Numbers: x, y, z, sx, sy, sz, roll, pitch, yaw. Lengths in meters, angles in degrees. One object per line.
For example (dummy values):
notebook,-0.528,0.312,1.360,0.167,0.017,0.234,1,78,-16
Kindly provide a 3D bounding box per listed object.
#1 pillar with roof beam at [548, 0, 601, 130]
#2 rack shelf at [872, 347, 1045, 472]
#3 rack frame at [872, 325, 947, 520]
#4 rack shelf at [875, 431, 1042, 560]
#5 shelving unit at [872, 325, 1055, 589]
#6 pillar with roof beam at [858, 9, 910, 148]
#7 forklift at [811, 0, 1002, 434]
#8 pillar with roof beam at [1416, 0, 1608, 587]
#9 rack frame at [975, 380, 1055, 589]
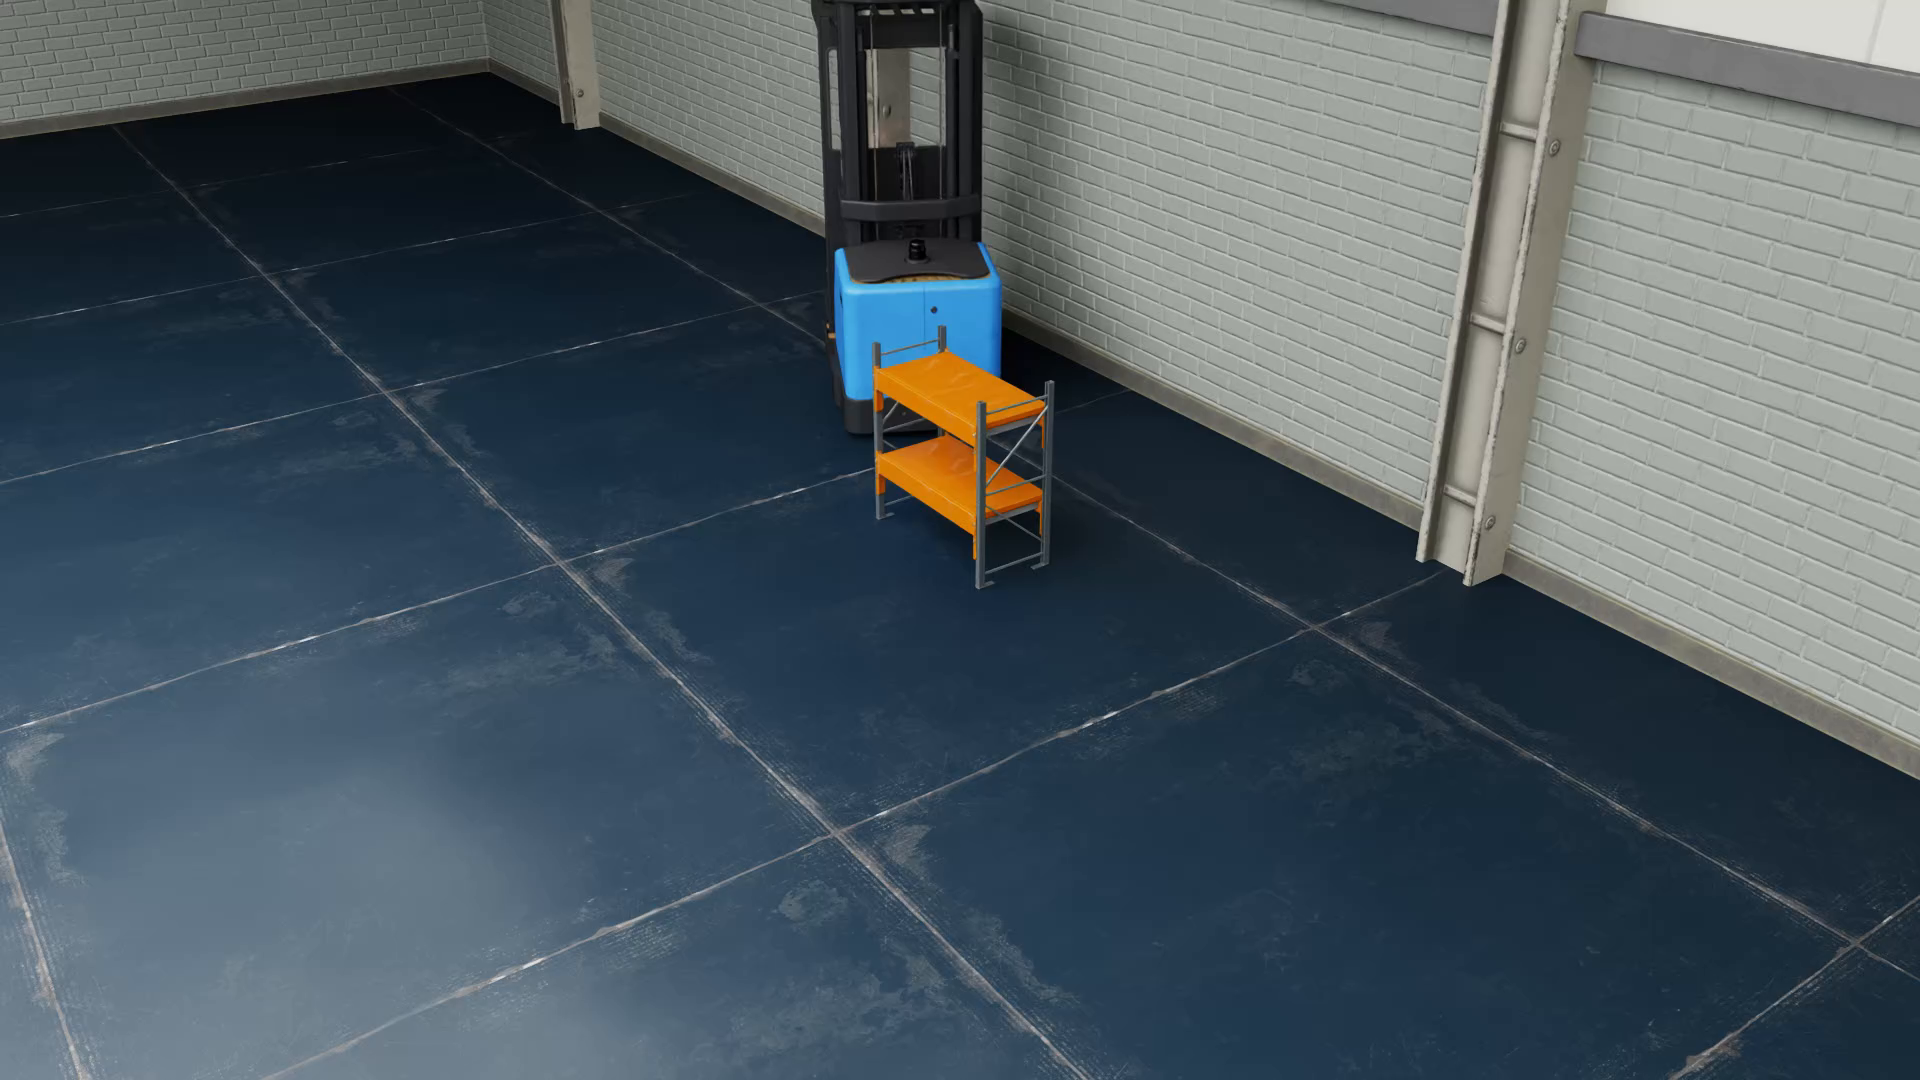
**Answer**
pillar with roof beam,-7.614,-7.286,13.736,9.100,9.000,0.400,-19,34,-31
rack shelf,0.004,-0.749,9.337,0.538,0.278,1.000,-19,34,-31
rack frame,-0.291,-0.689,9.841,0.500,1.125,0.032,-19,34,-31
rack shelf,0.004,-0.277,9.593,0.538,0.278,1.000,-19,34,-31
shelving unit,0.004,-0.492,9.477,0.538,1.125,1.048,-19,34,-31
pillar with roof beam,-4.134,-4.953,9.441,9.100,9.000,0.400,-19,34,-31
forklift,-0.427,-2.660,11.576,1.130,2.935,3.031,-4,29,-7
pillar with roof beam,-0.654,-2.621,5.146,9.100,9.000,0.400,-19,34,-31
rack frame,0.299,-0.294,9.113,0.500,1.125,0.032,-19,34,-31
